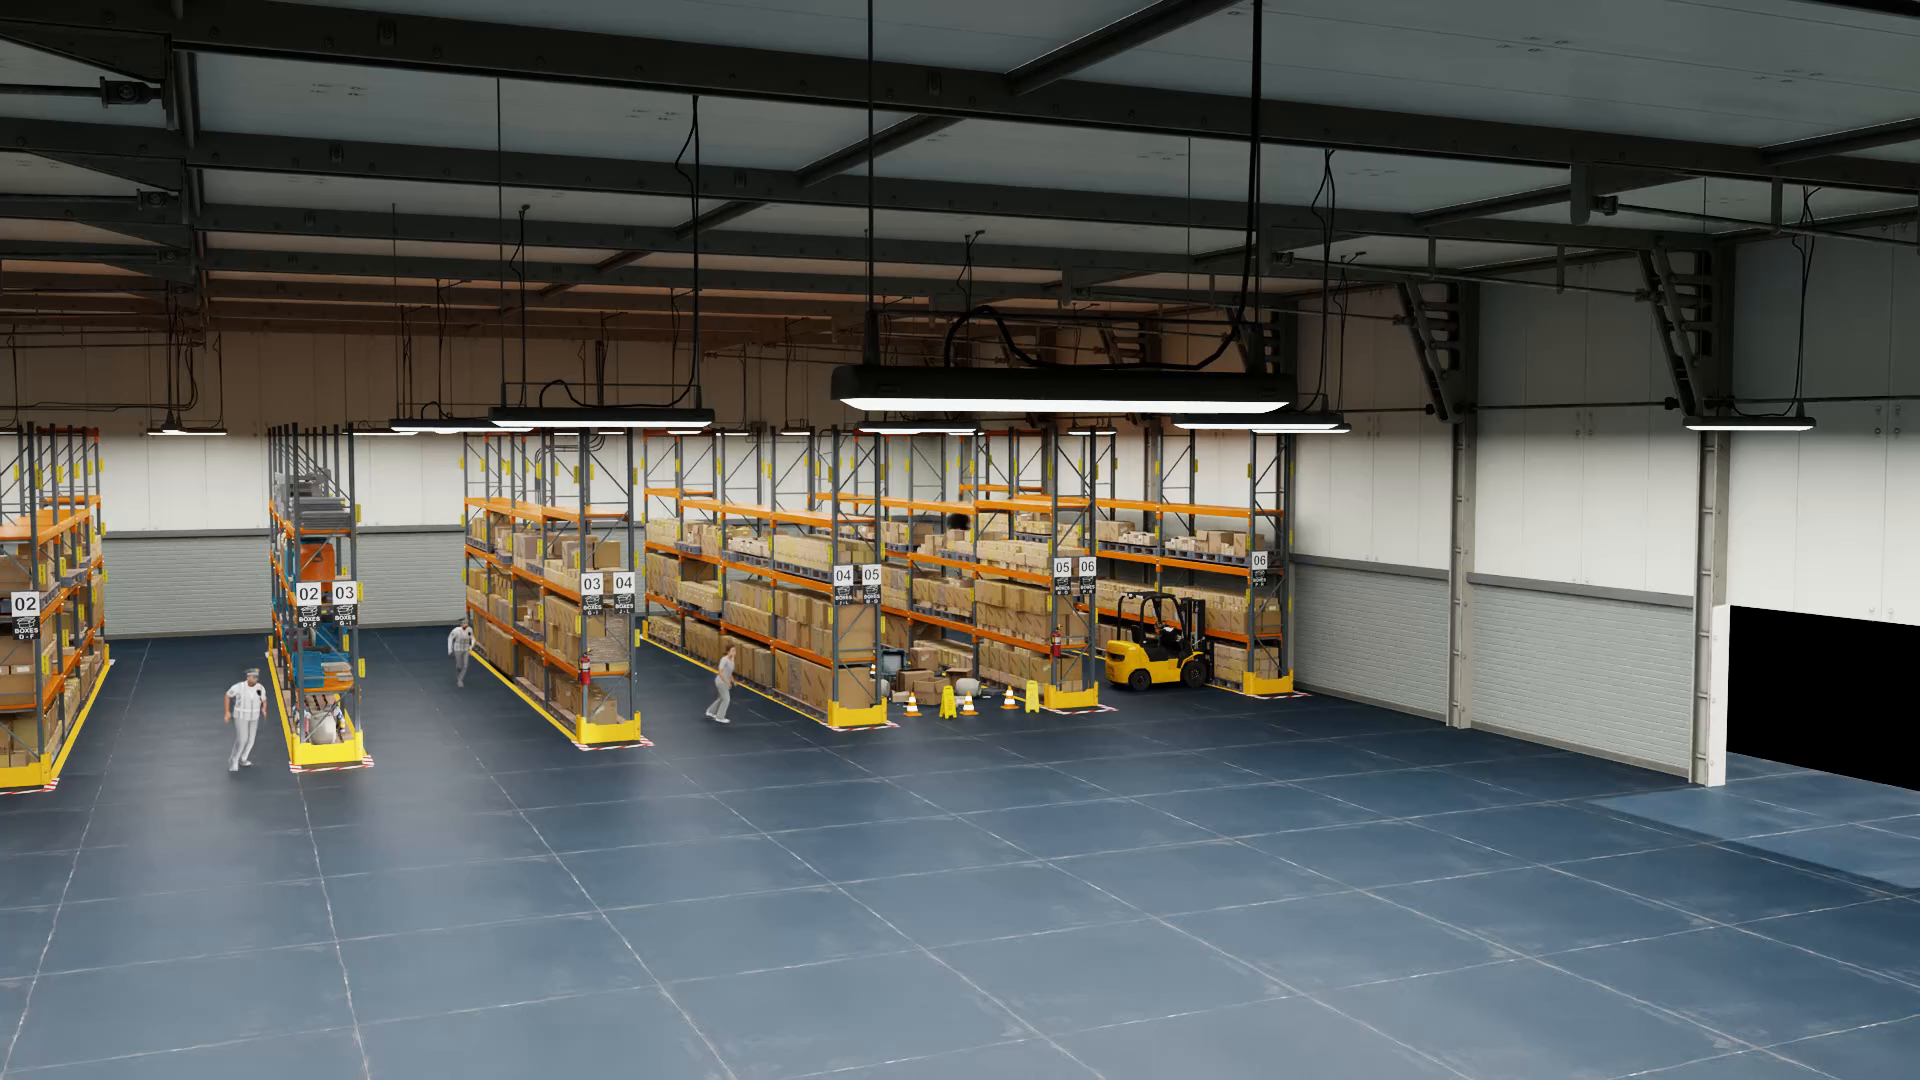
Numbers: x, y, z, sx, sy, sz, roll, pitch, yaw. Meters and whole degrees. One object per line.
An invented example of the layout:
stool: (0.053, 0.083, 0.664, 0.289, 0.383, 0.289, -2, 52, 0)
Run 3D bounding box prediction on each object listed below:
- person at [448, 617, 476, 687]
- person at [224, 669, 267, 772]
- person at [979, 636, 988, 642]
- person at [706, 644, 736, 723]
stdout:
person: (-11.540, 2.569, 38.506, 0.614, 1.623, 0.615, -3, 4, -36)
person: (-12.327, 3.123, 28.771, 0.752, 1.808, 0.676, 3, 5, 42)
person: (0.656, 2.023, 46.758, 0.587, 1.703, 0.697, 3, 4, 39)
person: (-4.827, 2.886, 33.495, 0.735, 1.606, 0.568, 1, 4, 14)
